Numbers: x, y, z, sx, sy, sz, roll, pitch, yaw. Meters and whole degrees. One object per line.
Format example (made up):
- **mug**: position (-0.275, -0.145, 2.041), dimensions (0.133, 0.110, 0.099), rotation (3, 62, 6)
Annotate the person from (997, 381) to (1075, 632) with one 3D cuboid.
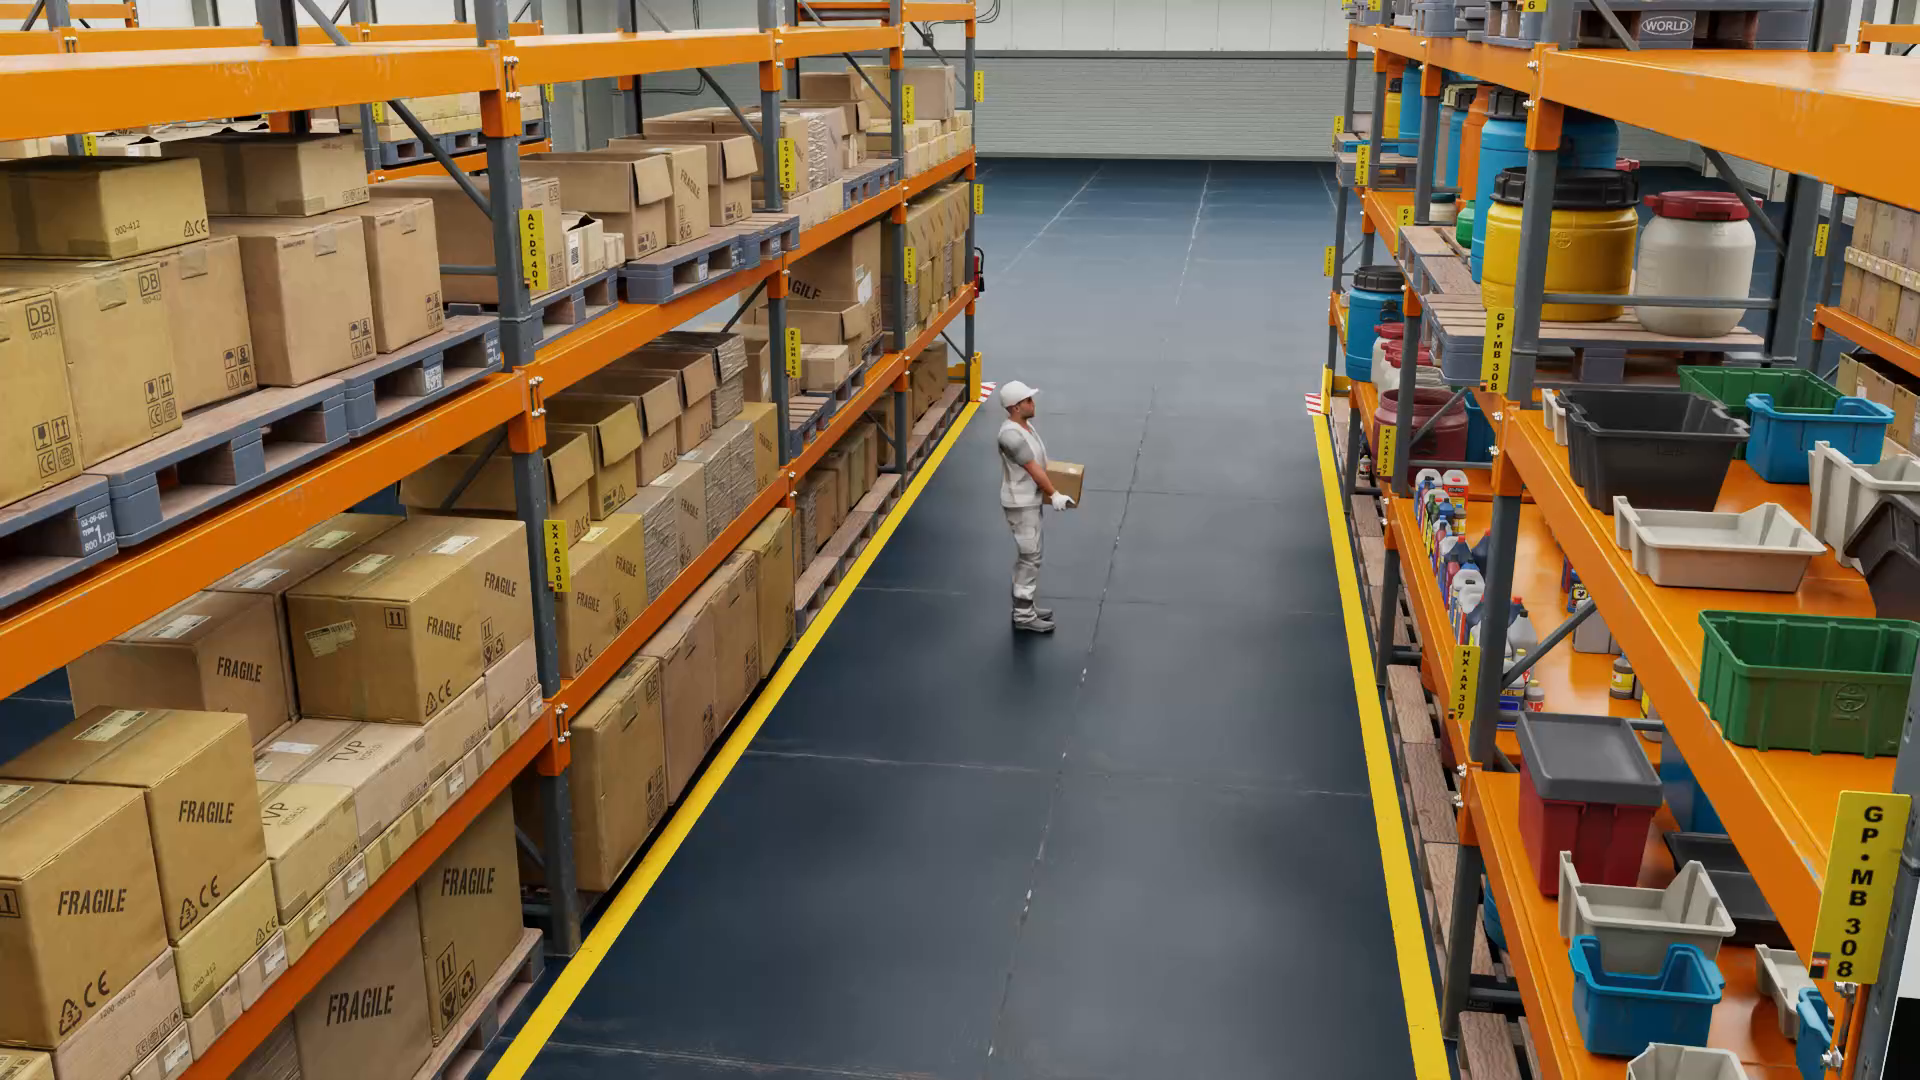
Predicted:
- **person**: position (0.551, -0.242, 11.780), dimensions (0.563, 1.783, 0.494), rotation (3, 18, 9)
